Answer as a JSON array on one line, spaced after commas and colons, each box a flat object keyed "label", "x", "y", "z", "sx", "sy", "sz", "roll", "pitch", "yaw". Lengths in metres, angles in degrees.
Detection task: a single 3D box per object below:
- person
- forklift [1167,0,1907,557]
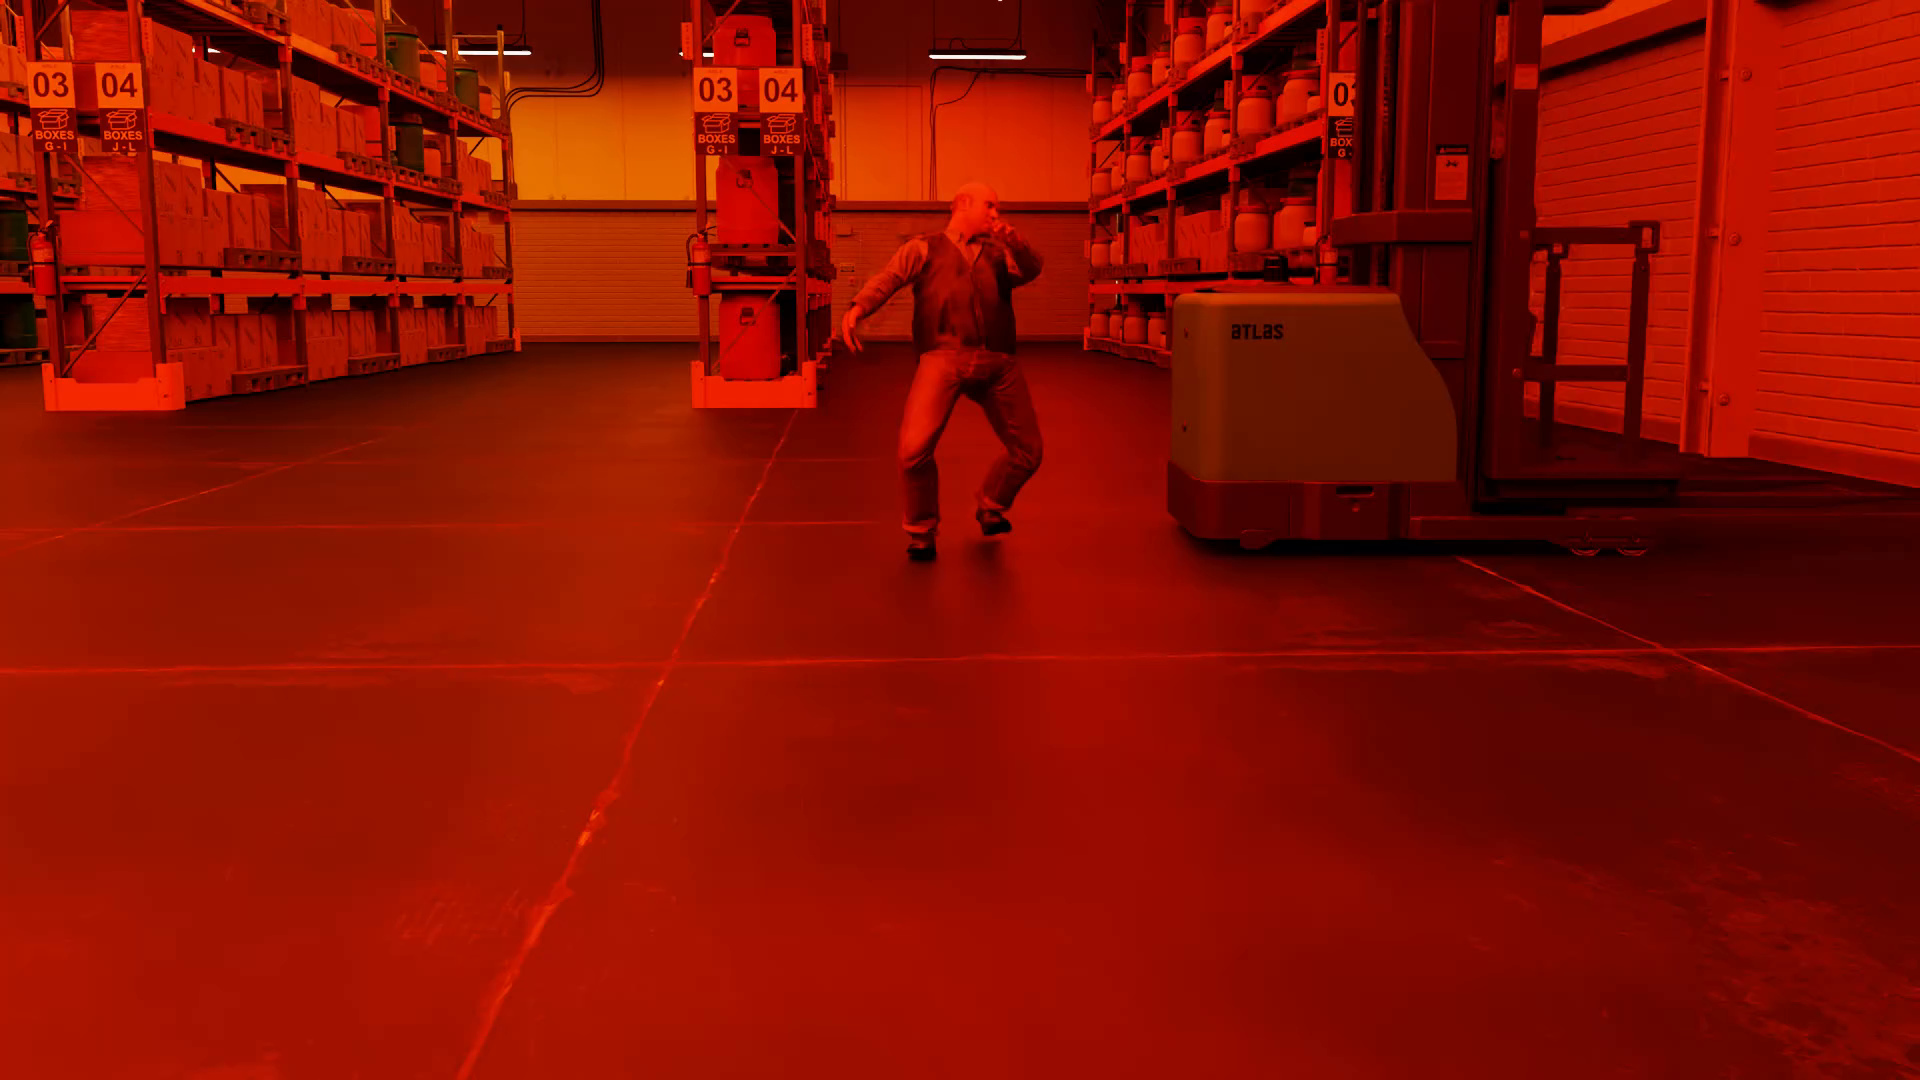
[{"label": "person", "x": -0.059, "y": -0.706, "z": 6.802, "sx": 0.921, "sy": 1.519, "sz": 0.802, "roll": -4, "pitch": 10, "yaw": -27}, {"label": "forklift", "x": 2.484, "y": -1.459, "z": 7.157, "sx": 3.031, "sy": 2.935, "sz": 1.130, "roll": 0, "pitch": 8, "yaw": 0}]
